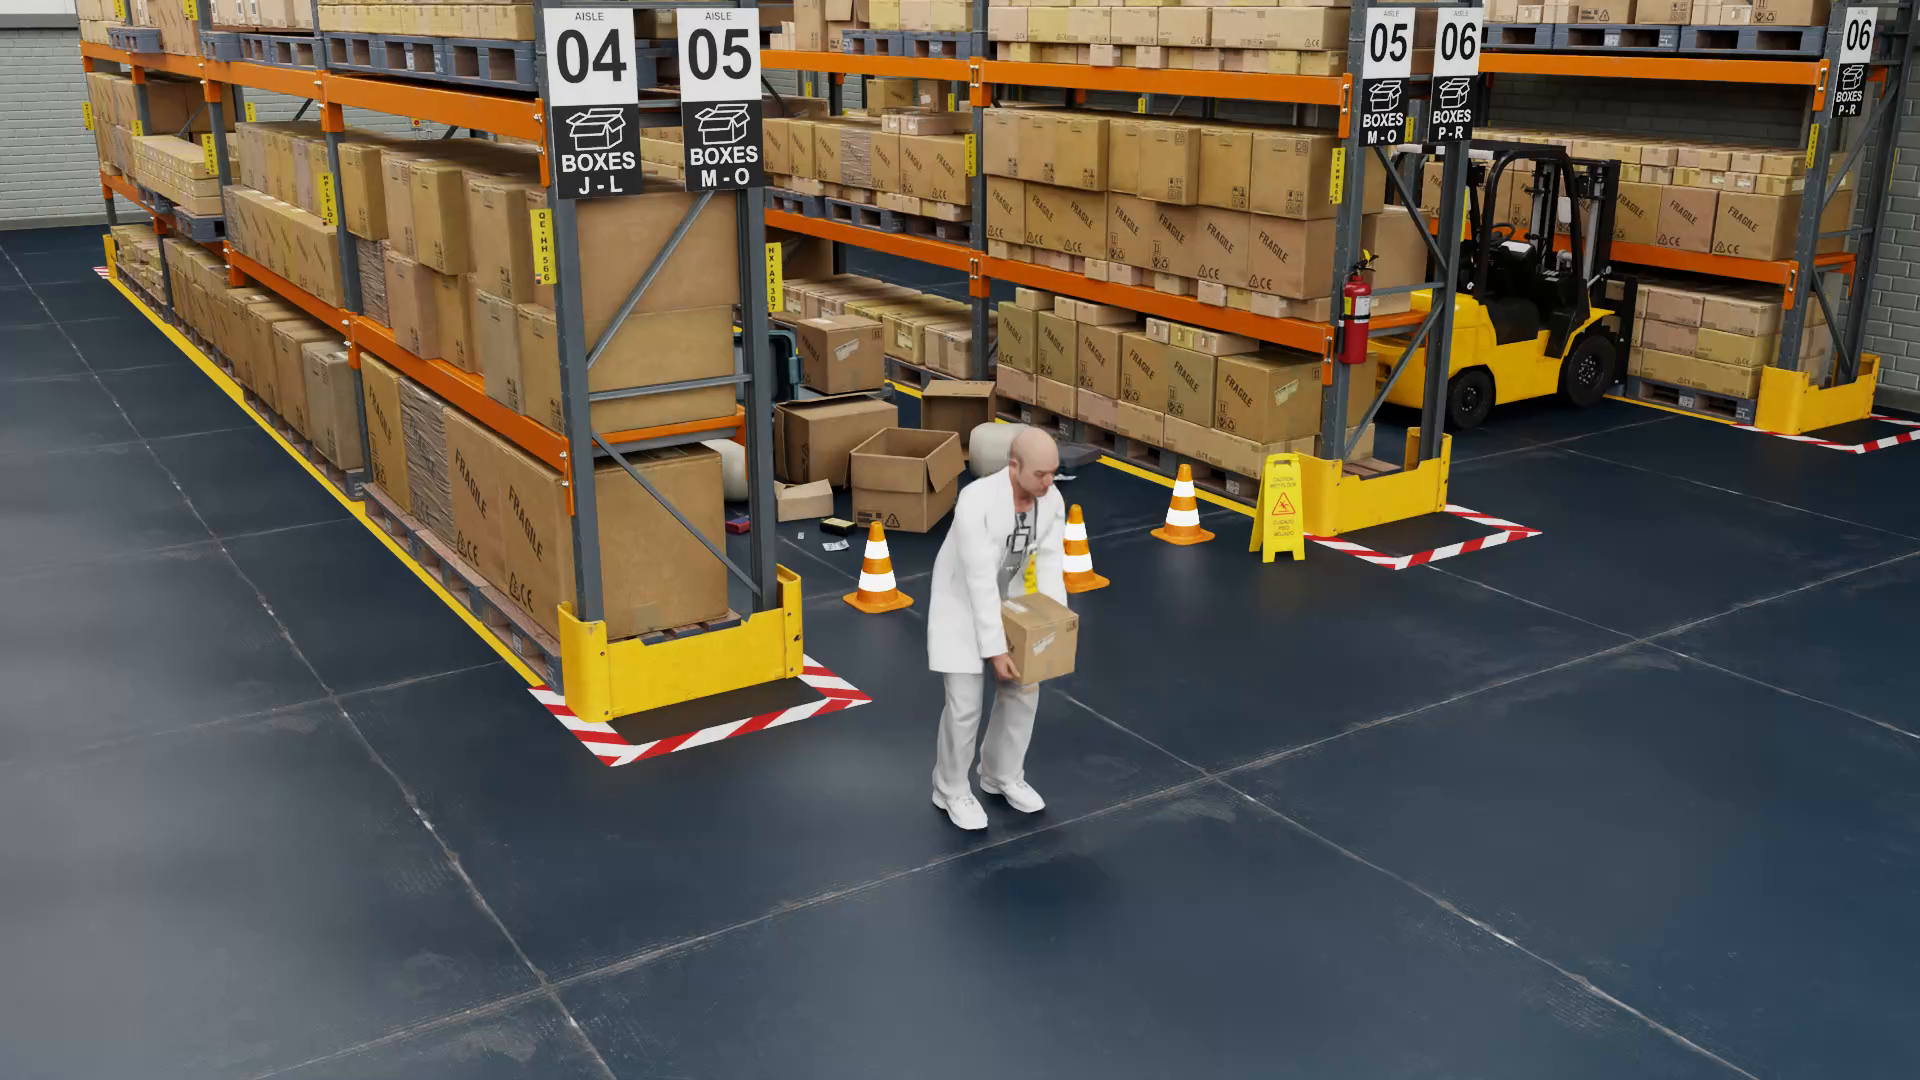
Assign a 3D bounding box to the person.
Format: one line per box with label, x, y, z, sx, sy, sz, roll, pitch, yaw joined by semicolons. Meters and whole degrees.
person;0.158;0.343;6.663;0.544;1.690;0.630;-12;21;-33
